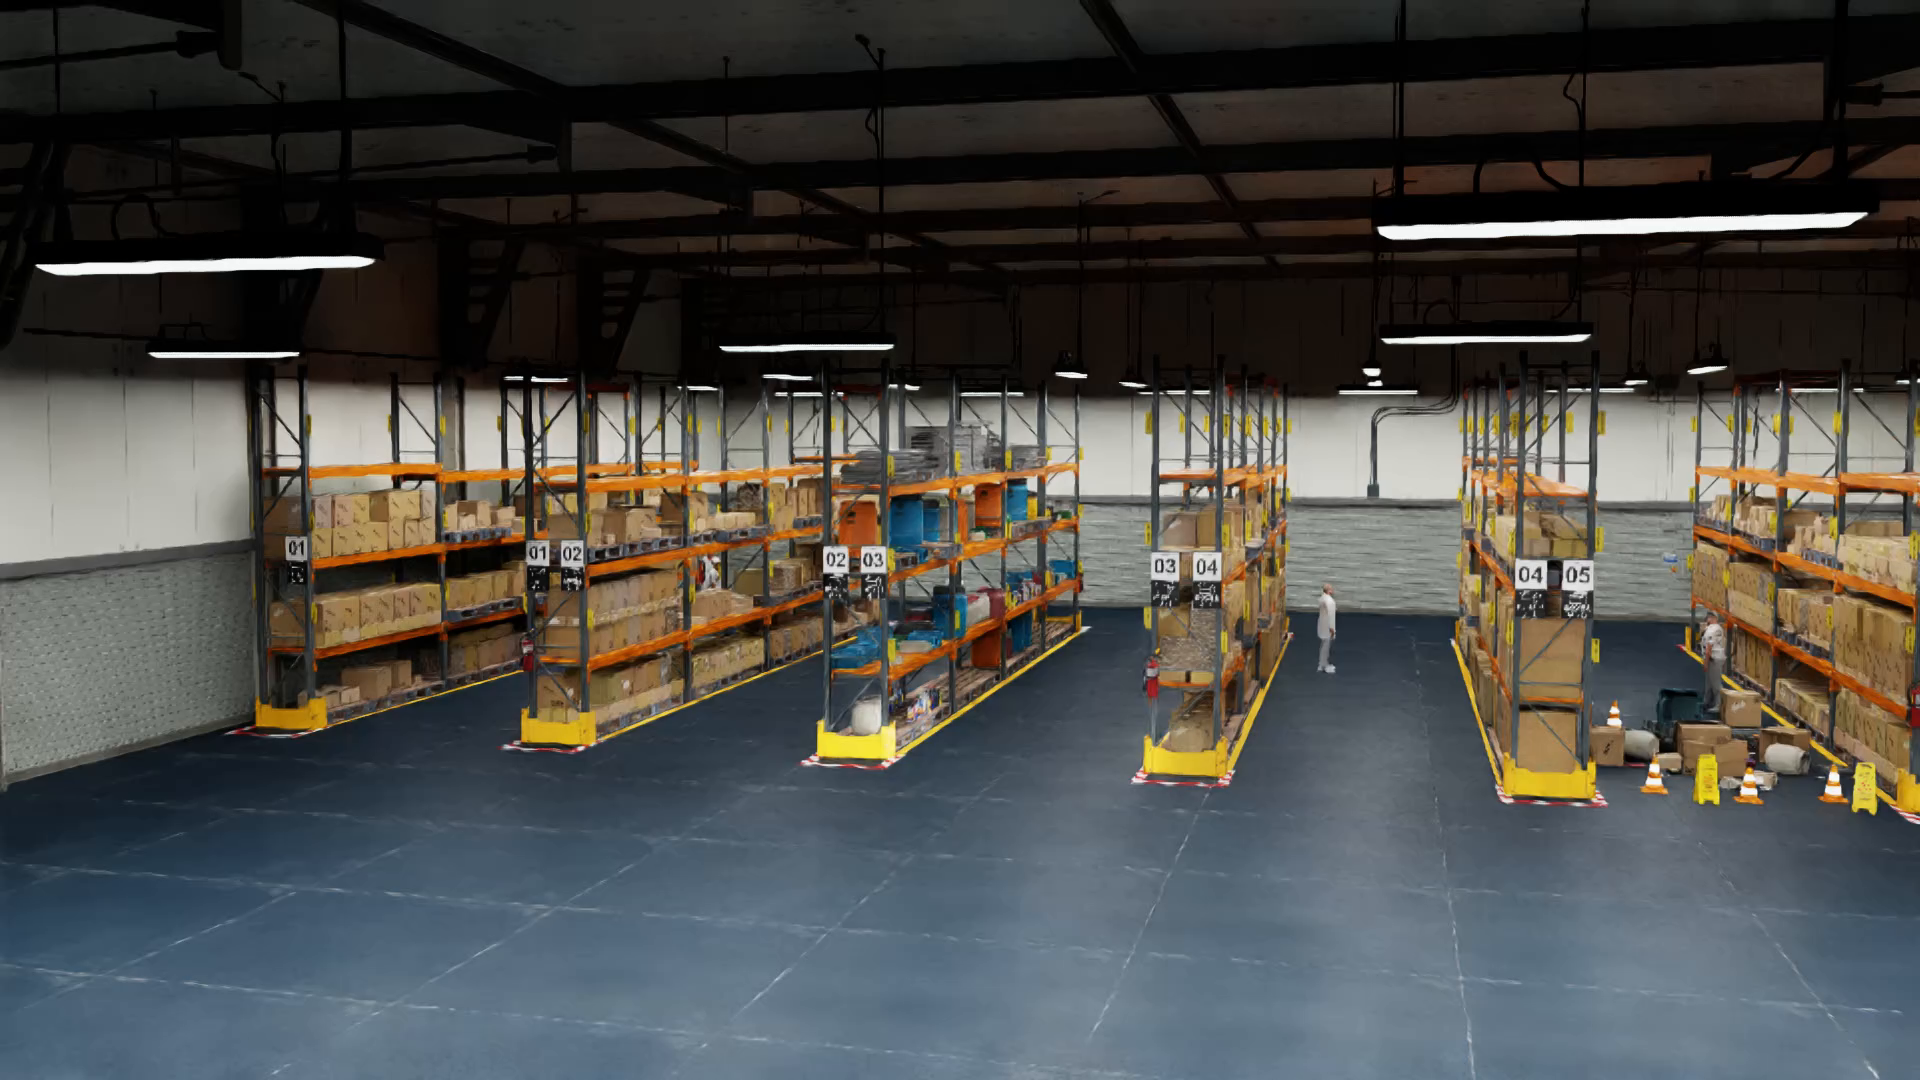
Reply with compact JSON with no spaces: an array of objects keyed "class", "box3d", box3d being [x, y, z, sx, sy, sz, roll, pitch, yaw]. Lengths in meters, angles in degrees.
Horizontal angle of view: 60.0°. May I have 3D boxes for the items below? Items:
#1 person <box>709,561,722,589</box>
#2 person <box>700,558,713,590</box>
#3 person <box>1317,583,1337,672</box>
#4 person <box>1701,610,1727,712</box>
[{"class":"person","box3d":[-5.924,1.282,40.483,0.361,1.690,0.683,0,4,4]},{"class":"person","box3d":[-6.793,1.056,44.364,0.725,1.780,0.530,-2,4,-26]},{"class":"person","box3d":[7.468,1.818,33.757,0.448,1.673,0.678,0,4,-5]},{"class":"person","box3d":[13.163,2.102,29.178,0.597,1.746,0.668,3,5,34]}]
